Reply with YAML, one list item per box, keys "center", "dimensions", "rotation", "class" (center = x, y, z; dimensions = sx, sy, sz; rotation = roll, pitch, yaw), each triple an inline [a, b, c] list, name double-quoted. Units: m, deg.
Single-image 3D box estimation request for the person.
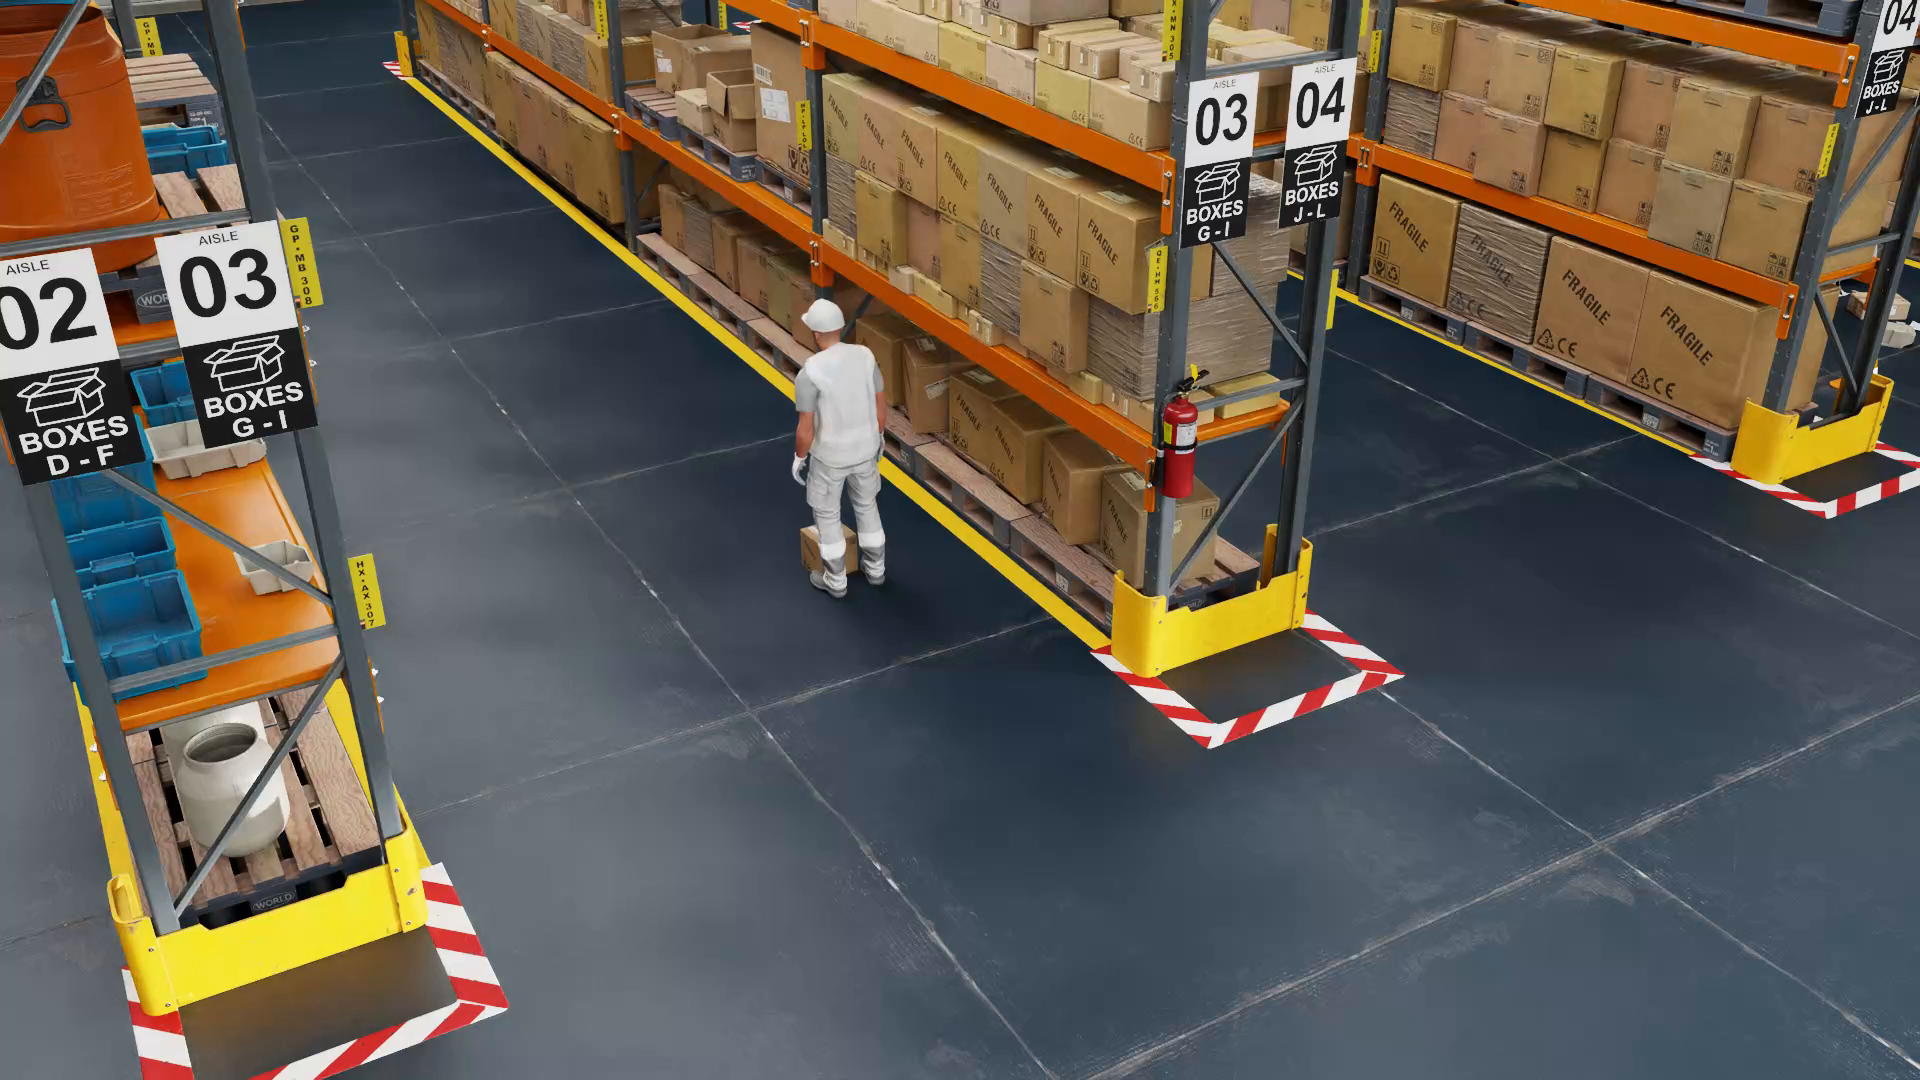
- center: [-0.688, -0.513, 9.487]
  dimensions: [0.617, 1.778, 0.453]
  rotation: [-18, 33, -29]
  class: "person"
